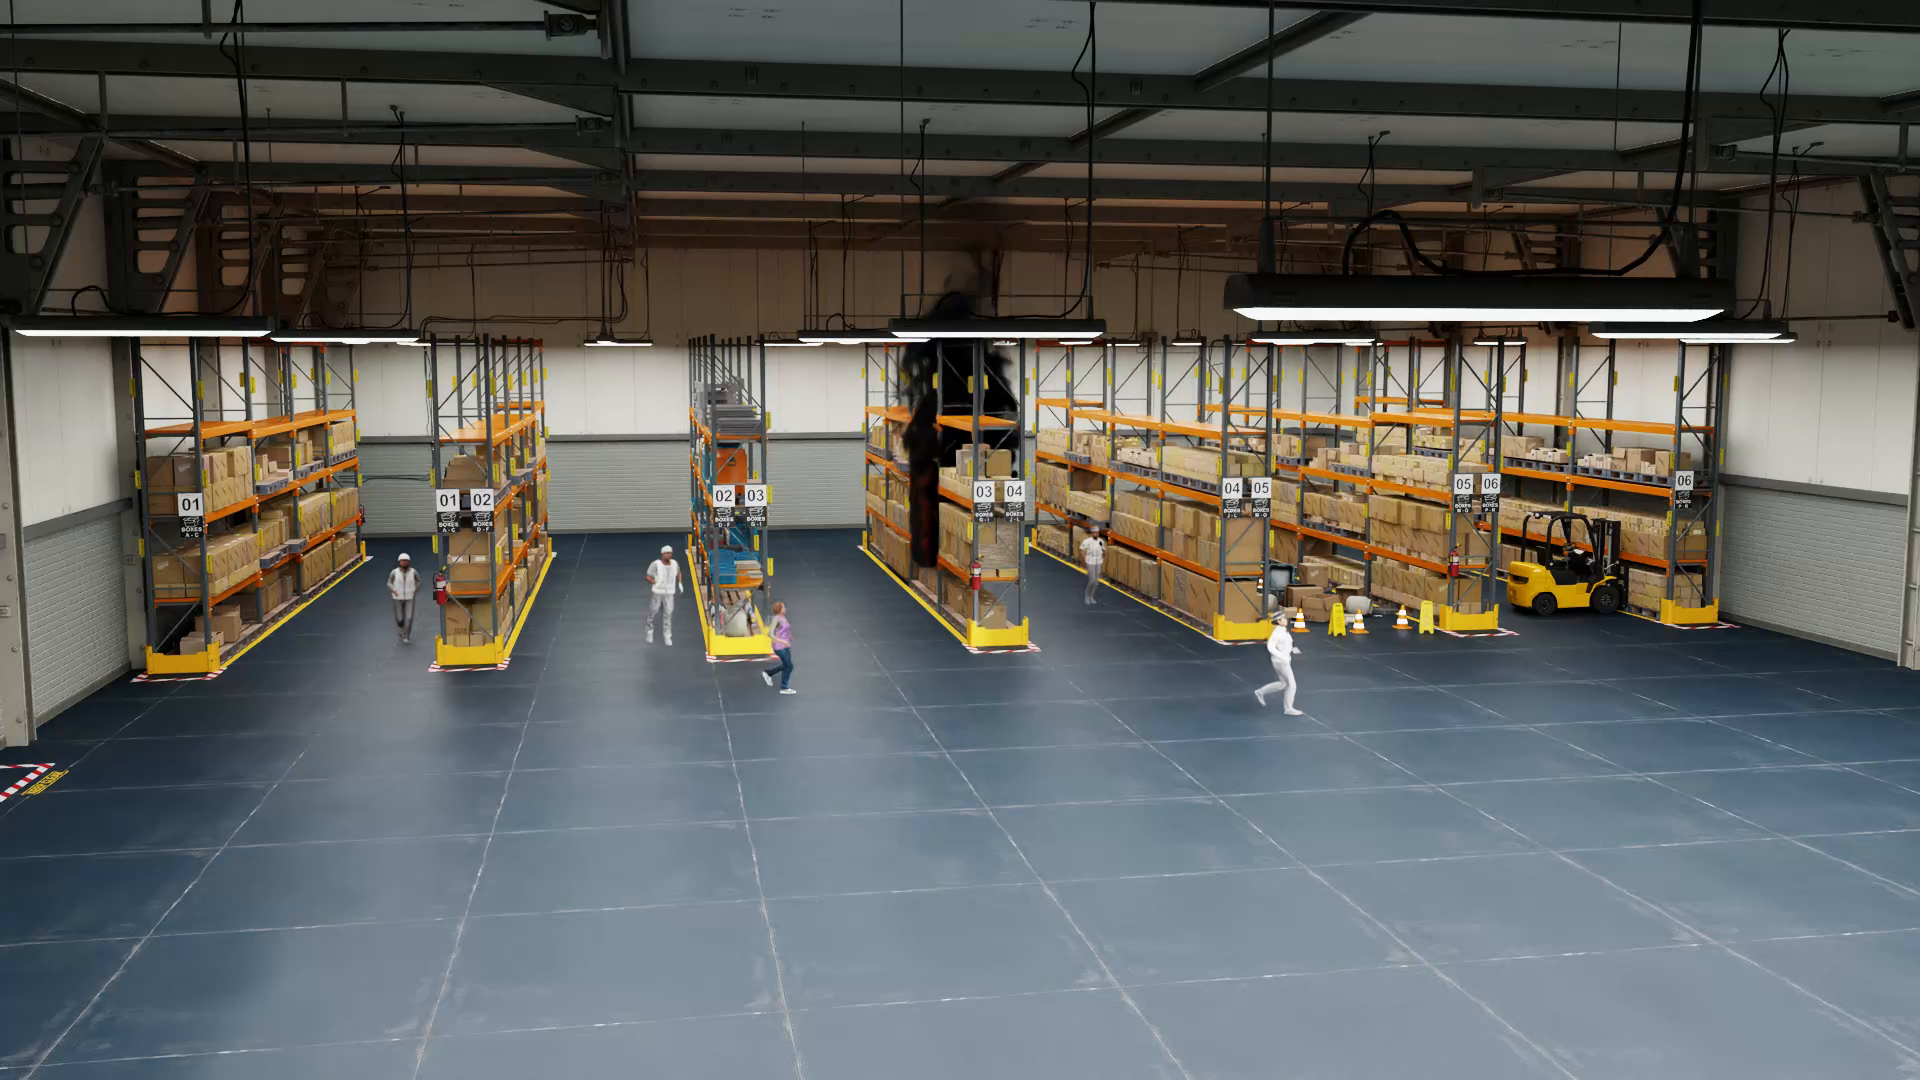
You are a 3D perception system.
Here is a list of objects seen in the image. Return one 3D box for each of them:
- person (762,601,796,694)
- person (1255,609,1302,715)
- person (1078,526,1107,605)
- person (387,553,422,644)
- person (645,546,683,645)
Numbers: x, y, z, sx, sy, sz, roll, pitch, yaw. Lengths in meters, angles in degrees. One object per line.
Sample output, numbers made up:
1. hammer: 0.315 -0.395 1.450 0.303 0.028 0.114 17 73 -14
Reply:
1. person: -3.026 1.789 27.661 0.602 1.549 0.538 1 7 12
2. person: 5.004 1.909 26.118 0.764 1.659 0.625 2 7 18
3. person: 2.891 0.543 35.577 0.585 1.715 0.585 -3 7 -25
4. person: -10.867 1.128 32.566 0.657 1.748 0.752 -2 7 -20
5. person: -5.457 1.020 30.837 0.738 1.822 0.857 -4 8 -30
